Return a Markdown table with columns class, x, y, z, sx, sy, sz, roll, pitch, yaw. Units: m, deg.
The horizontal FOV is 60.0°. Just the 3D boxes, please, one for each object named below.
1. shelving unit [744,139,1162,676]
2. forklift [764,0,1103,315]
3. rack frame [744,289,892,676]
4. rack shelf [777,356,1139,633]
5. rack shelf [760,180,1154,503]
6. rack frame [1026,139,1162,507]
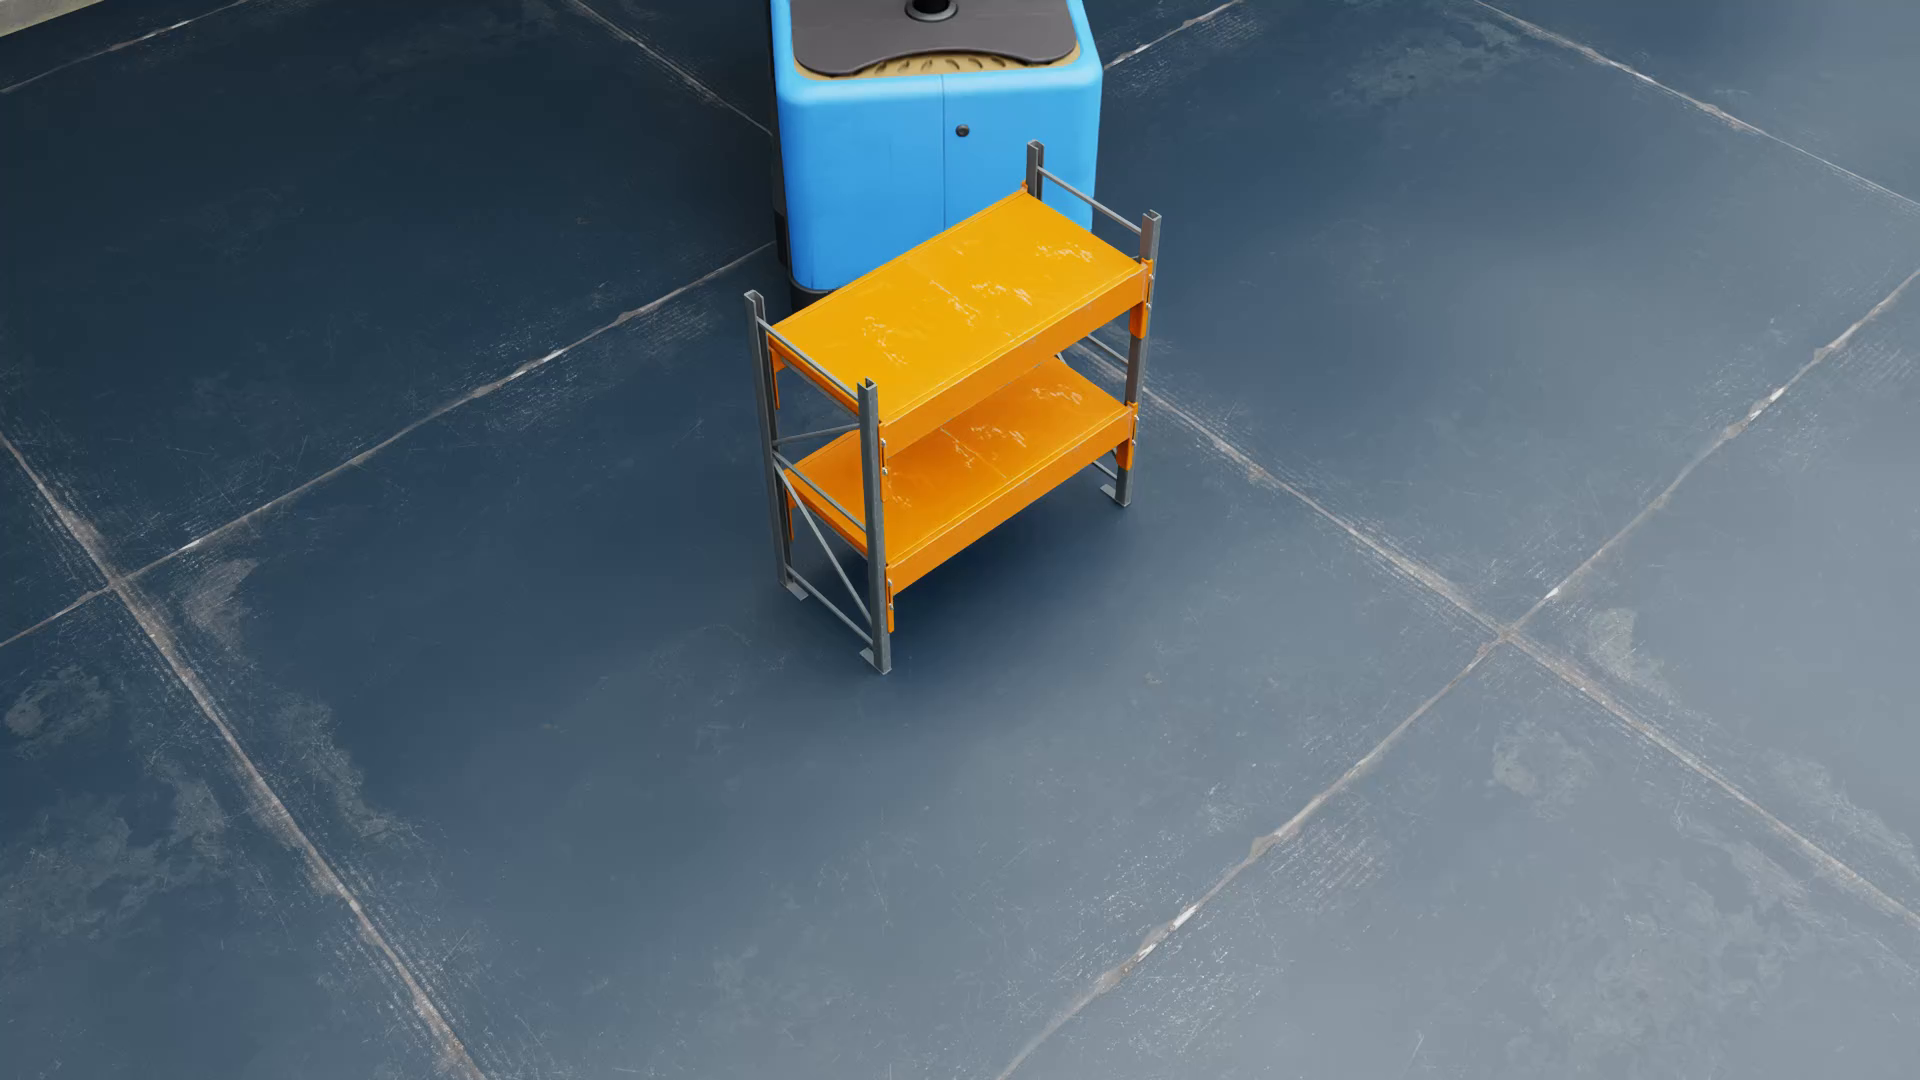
| class | x | y | z | sx | sy | sz | roll | pitch | yaw |
| --- | --- | --- | --- | --- | --- | --- | --- | --- | --- |
| shelving unit | -0.005 | -0.378 | 4.834 | 1.048 | 1.125 | 0.538 | -34 | 56 | -27 |
| forklift | -0.215 | -2.755 | 5.798 | 1.130 | 2.935 | 3.031 | -5 | 47 | -4 |
| rack frame | -0.381 | -0.127 | 4.602 | 0.032 | 1.125 | 0.500 | -34 | 56 | -27 |
| rack shelf | -0.005 | -0.212 | 5.013 | 1.000 | 0.278 | 0.538 | -34 | 56 | -27 |
| rack shelf | -0.005 | -0.577 | 4.618 | 1.000 | 0.278 | 0.538 | -34 | 56 | -27 |
| rack frame | 0.371 | -0.629 | 5.065 | 0.032 | 1.125 | 0.500 | -34 | 56 | -27 |
